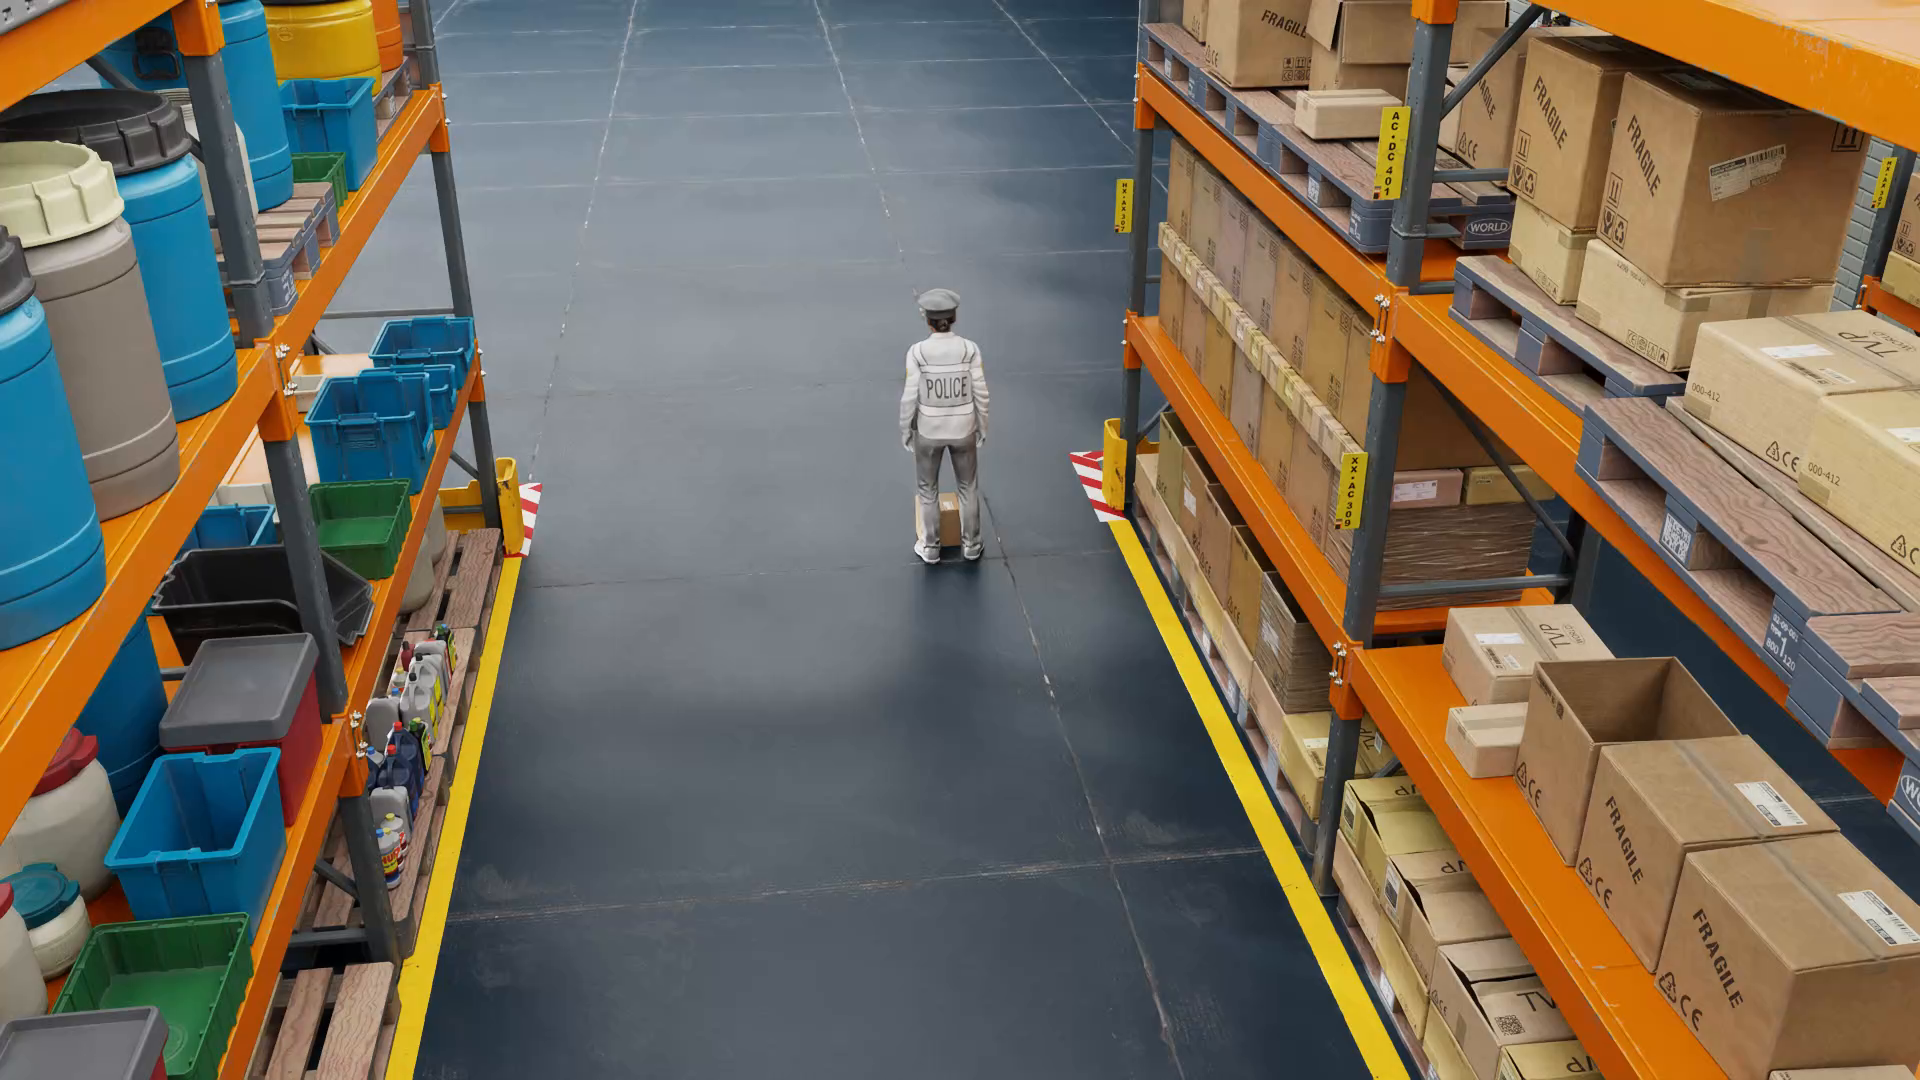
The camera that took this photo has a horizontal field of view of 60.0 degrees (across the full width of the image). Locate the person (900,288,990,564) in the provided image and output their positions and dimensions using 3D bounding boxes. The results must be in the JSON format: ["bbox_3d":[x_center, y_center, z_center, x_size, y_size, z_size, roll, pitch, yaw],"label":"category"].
[{"bbox_3d":[-0.090,-0.644,9.861,0.529,1.664,0.371,-3,28,-7],"label":"person"}]
